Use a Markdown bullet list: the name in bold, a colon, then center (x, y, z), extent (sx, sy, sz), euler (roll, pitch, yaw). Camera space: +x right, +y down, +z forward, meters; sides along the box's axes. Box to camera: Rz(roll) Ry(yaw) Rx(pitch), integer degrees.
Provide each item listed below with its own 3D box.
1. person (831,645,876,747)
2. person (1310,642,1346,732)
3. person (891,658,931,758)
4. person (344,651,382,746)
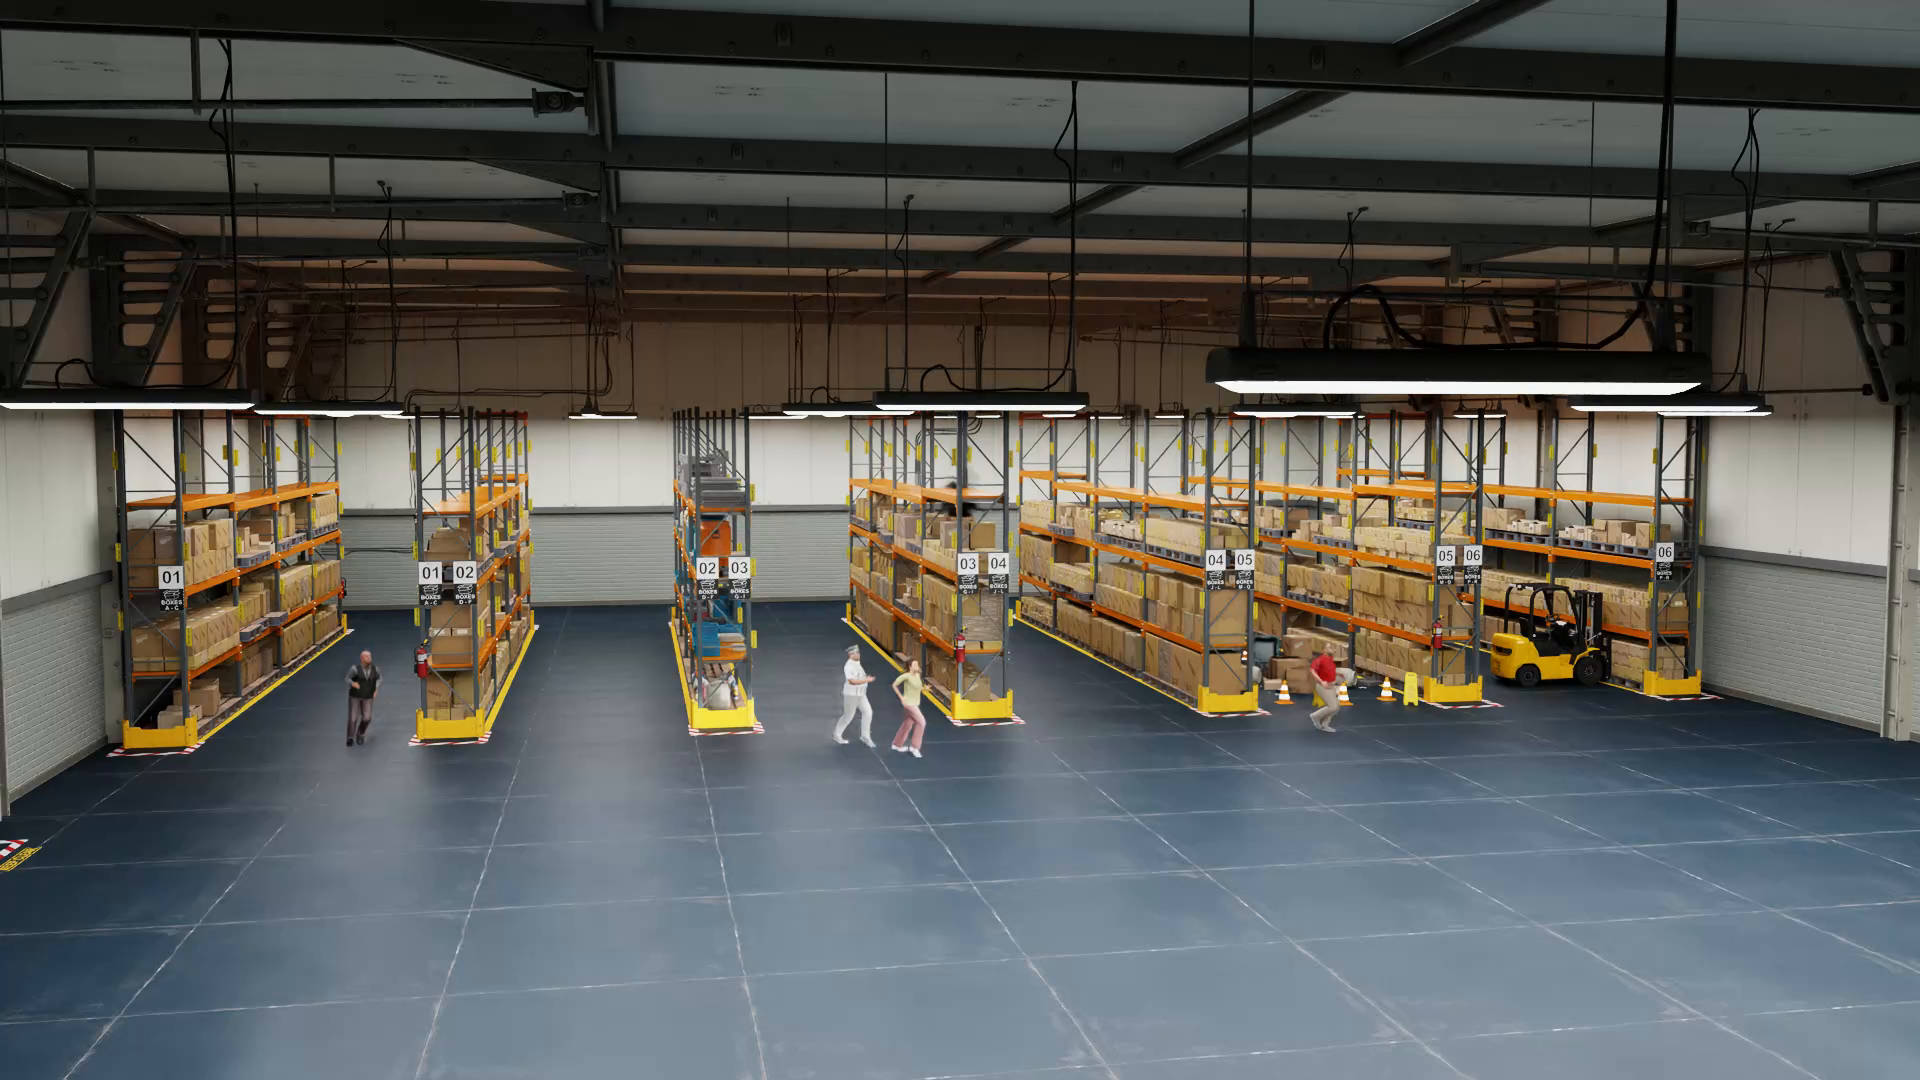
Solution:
- **person**: center (-1.875, 2.754, 29.277), extent (0.812, 1.847, 0.634), euler (1, 4, 17)
- **person**: center (6.760, 2.719, 30.634), extent (0.629, 1.681, 0.721), euler (3, 5, 33)
- **person**: center (-0.844, 2.874, 28.545), extent (0.717, 1.725, 0.546), euler (2, 4, 23)
- **person**: center (-10.521, 2.804, 29.379), extent (0.665, 1.680, 0.621), euler (-2, 5, -26)
